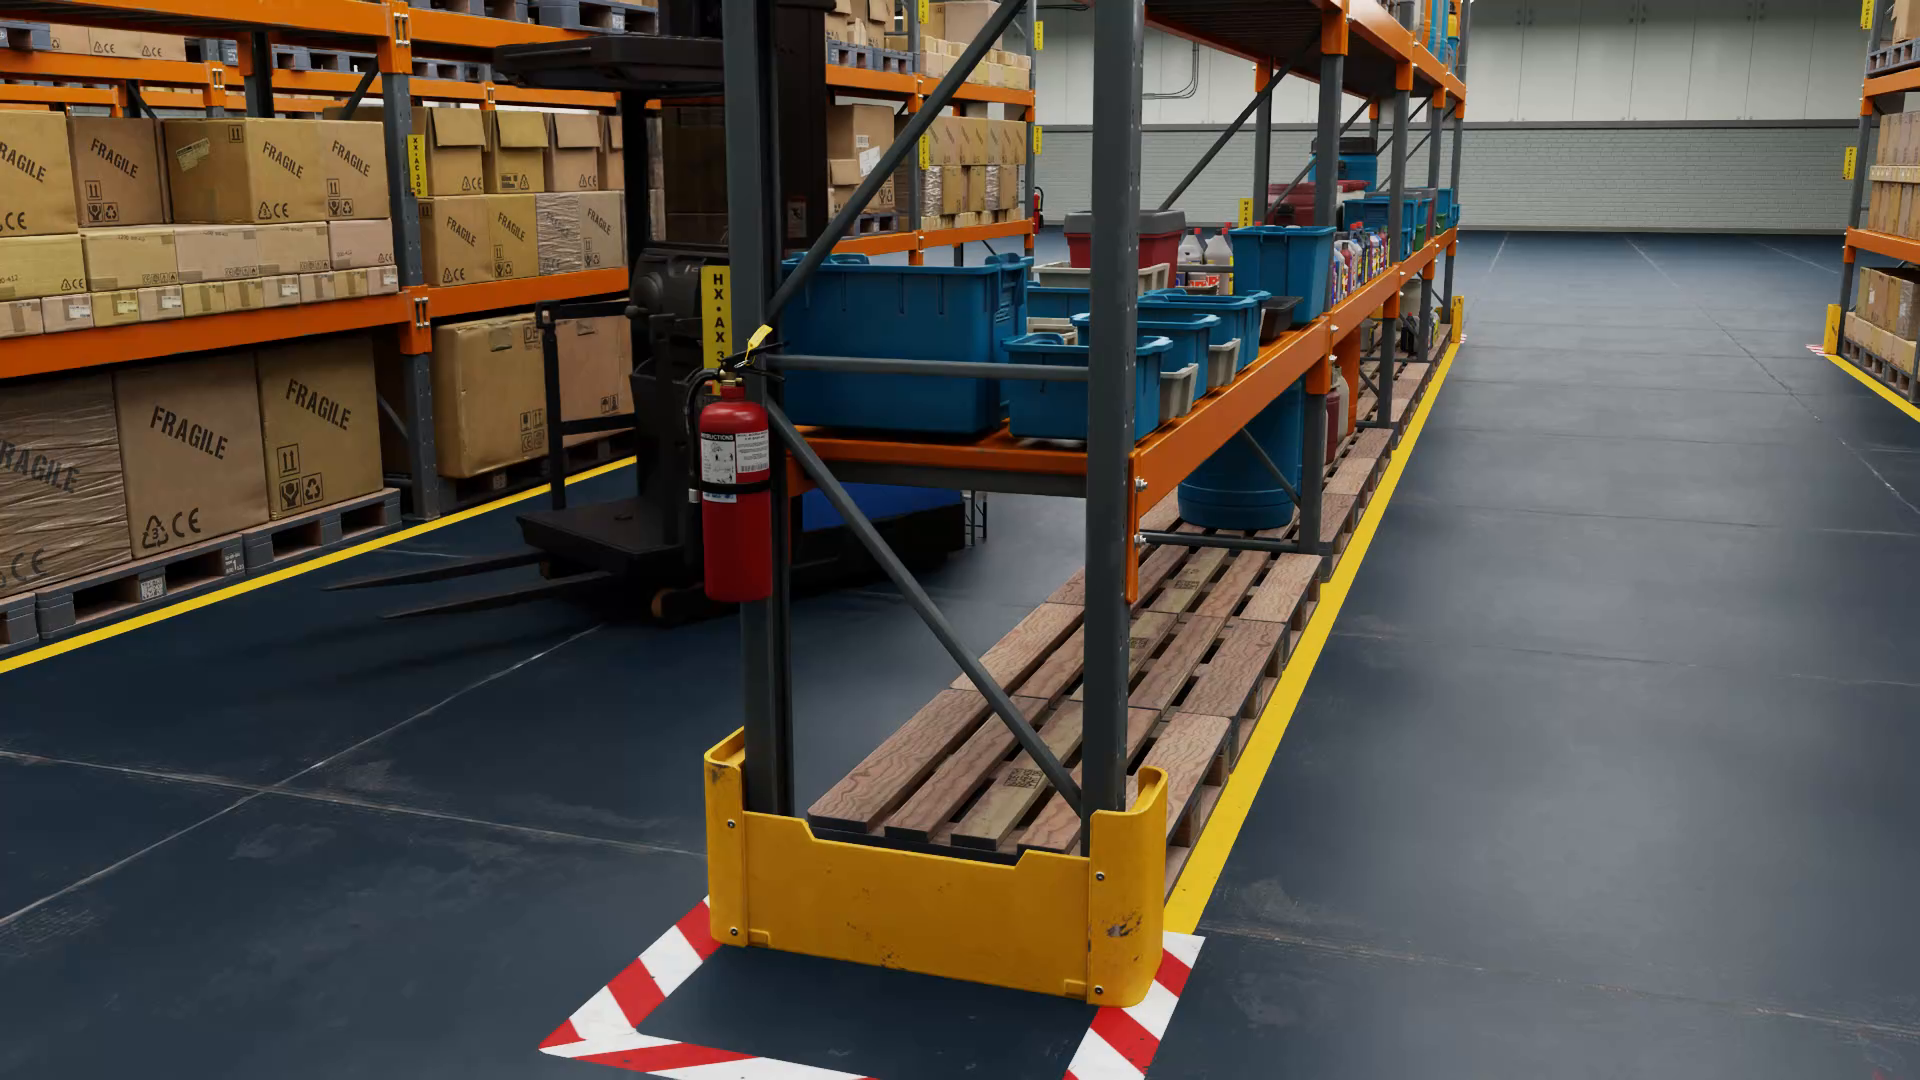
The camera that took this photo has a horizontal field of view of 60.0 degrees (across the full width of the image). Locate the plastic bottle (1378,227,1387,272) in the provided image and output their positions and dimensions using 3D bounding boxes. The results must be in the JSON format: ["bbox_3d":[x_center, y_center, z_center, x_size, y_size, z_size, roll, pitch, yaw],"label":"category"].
[{"bbox_3d":[2.711,-1.873,10.714,0.061,0.283,0.133,4,14,18],"label":"plastic bottle"}]

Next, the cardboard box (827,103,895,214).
[{"bbox_3d":[-1.269,-3.633,15.871,1.000,1.000,1.000,4,14,19],"label":"cardboard box"}]

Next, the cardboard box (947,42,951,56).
[{"bbox_3d":[-0.314,-5.094,17.266,0.380,0.149,0.250,5,14,20],"label":"cardboard box"}]

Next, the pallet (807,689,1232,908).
[{"bbox_3d":[0.228,0.779,5.100,1.003,0.211,1.213,4,14,18],"label":"pallet"}]

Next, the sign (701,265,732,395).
[{"bbox_3d":[-0.601,-0.525,4.182,0.100,0.325,0.005,4,14,18],"label":"sign"}]

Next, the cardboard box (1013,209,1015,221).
[{"bbox_3d":[0.437,-3.885,19.833,0.380,0.149,0.250,4,14,18],"label":"cardboard box"}]

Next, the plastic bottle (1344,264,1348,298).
[{"bbox_3d":[1.974,-1.365,8.676,0.097,0.201,0.097,0,13,0],"label":"plastic bottle"}]

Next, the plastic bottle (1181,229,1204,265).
[{"bbox_3d":[1.207,-1.445,8.688,0.144,0.351,0.185,4,14,18],"label":"plastic bottle"}]

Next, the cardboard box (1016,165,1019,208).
[{"bbox_3d":[0.211,-4.215,19.821,0.875,0.500,0.500,4,14,18],"label":"cardboard box"}]

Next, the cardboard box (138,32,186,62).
[{"bbox_3d":[-6.778,-4.202,13.690,0.500,0.500,0.500,4,14,18],"label":"cardboard box"}]

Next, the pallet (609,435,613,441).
[{"bbox_3d":[-2.500,-0.931,12.590,1.003,0.211,1.213,4,14,18],"label":"pallet"}]

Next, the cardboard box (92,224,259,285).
[{"bbox_3d":[-3.692,-1.352,7.838,0.500,0.250,0.500,5,14,20],"label":"cardboard box"}]

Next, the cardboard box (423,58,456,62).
[{"bbox_3d":[-5.724,-5.364,18.405,0.380,0.149,0.250,4,14,18],"label":"cardboard box"}]

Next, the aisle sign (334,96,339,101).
[{"bbox_3d":[-8.667,-6.108,23.166,0.394,0.787,0.004,4,14,18],"label":"aisle sign"}]

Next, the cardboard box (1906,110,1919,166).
[{"bbox_3d":[9.118,-3.671,15.190,0.700,0.500,0.500,4,14,18],"label":"cardboard box"}]

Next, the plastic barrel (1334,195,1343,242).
[{"bbox_3d":[2.644,-2.380,12.425,0.421,0.512,0.421,0,13,0],"label":"plastic barrel"}]

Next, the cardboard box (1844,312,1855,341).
[{"bbox_3d":[9.403,-2.188,17.070,0.500,0.250,0.500,4,14,18],"label":"cardboard box"}]

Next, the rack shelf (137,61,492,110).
[{"bbox_3d":[-6.187,-4.362,16.233,1.077,0.370,4.000,4,14,18],"label":"rack shelf"}]

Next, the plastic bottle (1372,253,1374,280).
[{"bbox_3d":[2.436,-1.666,9.993,0.097,0.201,0.097,0,13,0],"label":"plastic bottle"}]

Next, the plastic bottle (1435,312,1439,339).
[{"bbox_3d":[4.815,-2.196,16.999,0.152,0.276,0.135,4,14,19],"label":"plastic bottle"}]

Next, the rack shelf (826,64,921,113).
[{"bbox_3d":[-1.526,-3.983,14.575,1.077,0.370,4.000,4,14,18],"label":"rack shelf"}]

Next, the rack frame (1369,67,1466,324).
[{"bbox_3d":[5.102,-3.778,18.801,1.000,3.000,0.127,4,14,18],"label":"rack frame"}]

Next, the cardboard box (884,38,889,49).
[{"bbox_3d":[-0.874,-5.015,16.921,0.380,0.149,0.250,5,14,19],"label":"cardboard box"}]

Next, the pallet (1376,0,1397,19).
[{"bbox_3d":[2.173,-3.310,10.434,1.003,0.211,1.213,4,14,18],"label":"pallet"}]

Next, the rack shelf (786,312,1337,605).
[{"bbox_3d":[0.572,-0.480,5.966,1.077,0.370,4.000,4,14,18],"label":"rack shelf"}]

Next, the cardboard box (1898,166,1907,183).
[{"bbox_3d":[8.959,-3.395,15.440,0.380,0.149,0.250,4,14,19],"label":"cardboard box"}]

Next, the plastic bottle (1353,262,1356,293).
[{"bbox_3d":[2.092,-1.442,9.013,0.097,0.201,0.097,0,13,0],"label":"plastic bottle"}]

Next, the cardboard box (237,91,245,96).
[{"bbox_3d":[-9.267,-5.767,21.335,0.380,0.149,0.250,4,14,18],"label":"cardboard box"}]

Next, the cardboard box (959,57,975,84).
[{"bbox_3d":[-0.154,-4.974,17.635,0.500,0.250,0.500,4,13,16],"label":"cardboard box"}]

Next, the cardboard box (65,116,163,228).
[{"bbox_3d":[-4.195,-1.750,7.899,0.500,0.500,0.500,4,13,17],"label":"cardboard box"}]

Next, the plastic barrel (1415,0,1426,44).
[{"bbox_3d":[2.984,-3.958,11.721,0.600,0.901,0.600,0,13,0],"label":"plastic barrel"}]

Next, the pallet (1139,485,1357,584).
[{"bbox_3d":[1.508,-0.052,8.740,1.003,0.211,1.213,4,14,18],"label":"pallet"}]

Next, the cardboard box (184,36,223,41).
[{"bbox_3d":[-6.848,-4.573,14.898,0.380,0.166,0.250,4,14,18],"label":"cardboard box"}]

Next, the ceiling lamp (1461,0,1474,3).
[{"bbox_3d":[11.885,-15.015,41.430,2.000,3.185,0.800,4,14,18],"label":"ceiling lamp"}]

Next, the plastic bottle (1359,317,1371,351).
[{"bbox_3d":[3.880,-2.005,15.997,0.144,0.351,0.185,4,14,18],"label":"plastic bottle"}]

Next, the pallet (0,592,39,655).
[{"bbox_3d":[-4.577,0.419,6.676,1.003,0.211,1.213,4,14,18],"label":"pallet"}]

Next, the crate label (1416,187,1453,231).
[{"bbox_3d":[4.762,-3.389,17.014,0.502,0.435,0.616,4,14,18],"label":"crate label"}]

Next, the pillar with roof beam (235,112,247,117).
[{"bbox_3d":[-8.723,-9.002,28.203,9.100,9.000,0.400,4,14,18],"label":"pillar with roof beam"}]

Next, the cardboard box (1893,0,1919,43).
[{"bbox_3d":[8.991,-4.875,15.382,0.500,0.500,0.500,4,14,18],"label":"cardboard box"}]

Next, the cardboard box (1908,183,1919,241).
[{"bbox_3d":[8.961,-2.938,14.896,0.700,0.500,0.500,5,14,19],"label":"cardboard box"}]

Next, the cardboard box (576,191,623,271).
[{"bbox_3d":[-2.596,-2.056,11.032,0.500,0.500,0.500,5,14,19],"label":"cardboard box"}]

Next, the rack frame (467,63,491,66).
[{"bbox_3d":[-5.539,-6.596,17.664,1.000,3.000,0.127,4,14,18],"label":"rack frame"}]

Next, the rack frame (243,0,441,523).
[{"bbox_3d":[-3.467,-1.608,9.294,1.000,3.000,0.127,4,14,18],"label":"rack frame"}]

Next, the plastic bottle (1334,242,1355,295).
[{"bbox_3d":[2.029,-1.456,8.906,0.152,0.276,0.135,4,14,18],"label":"plastic bottle"}]

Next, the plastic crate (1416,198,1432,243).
[{"bbox_3d":[3.745,-2.674,13.997,0.392,0.384,0.575,4,14,18],"label":"plastic crate"}]

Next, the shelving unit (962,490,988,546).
[{"bbox_3d":[-0.003,-0.437,8.880,0.258,0.900,0.210,4,14,18],"label":"shelving unit"}]

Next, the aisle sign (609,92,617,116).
[{"bbox_3d":[-4.506,-5.817,21.892,0.394,0.787,0.004,4,14,18],"label":"aisle sign"}]

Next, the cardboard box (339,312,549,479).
[{"bbox_3d":[-3.279,-0.913,10.080,1.225,0.875,0.875,4,14,19],"label":"cardboard box"}]

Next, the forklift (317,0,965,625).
[{"bbox_3d":[-1.404,-1.182,7.581,3.031,2.935,1.130,-11,17,-41],"label":"forklift"}]

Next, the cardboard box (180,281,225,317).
[{"bbox_3d":[-3.672,-1.128,7.751,0.380,0.149,0.250,4,13,17],"label":"cardboard box"}]

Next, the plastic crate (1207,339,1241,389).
[{"bbox_3d":[0.718,-0.543,5.083,0.250,0.136,0.298,4,14,18],"label":"plastic crate"}]

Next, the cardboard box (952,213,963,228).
[{"bbox_3d":[-0.185,-3.403,17.722,0.380,0.149,0.250,4,14,18],"label":"cardboard box"}]
